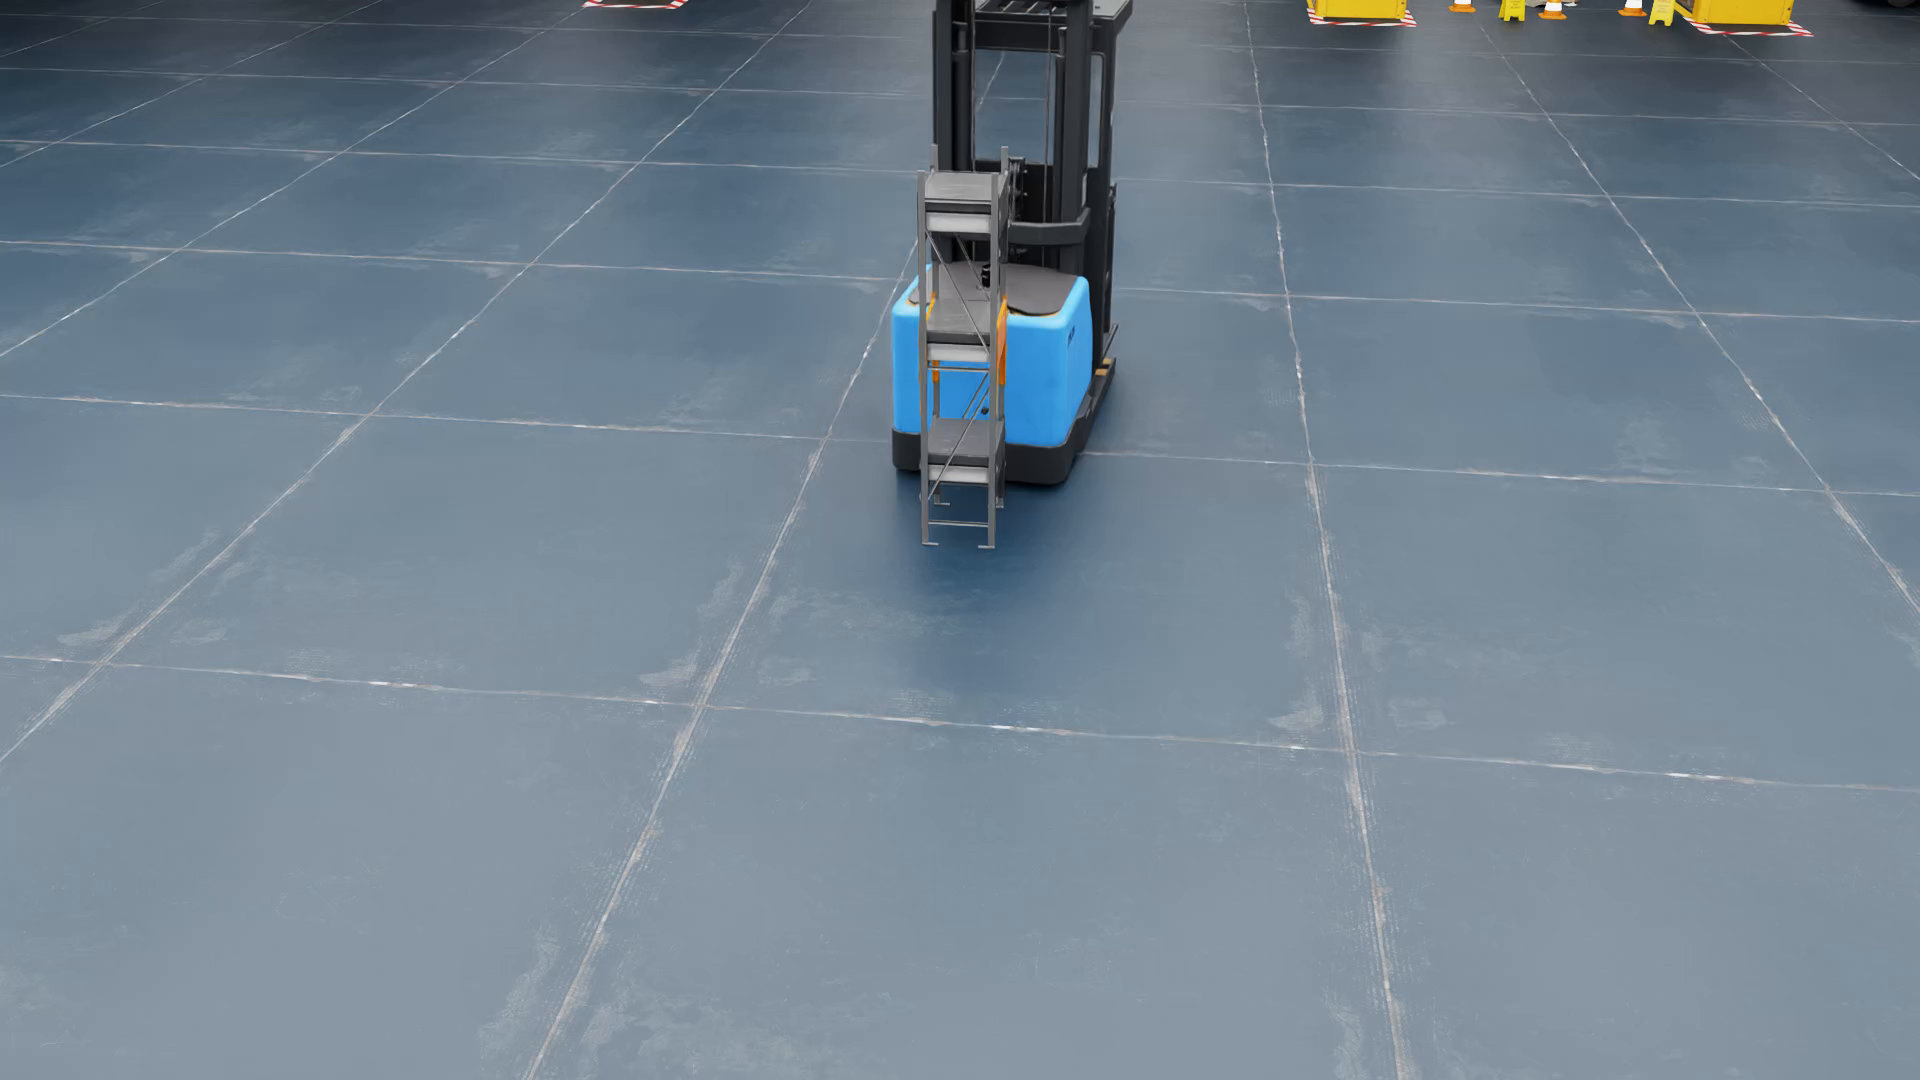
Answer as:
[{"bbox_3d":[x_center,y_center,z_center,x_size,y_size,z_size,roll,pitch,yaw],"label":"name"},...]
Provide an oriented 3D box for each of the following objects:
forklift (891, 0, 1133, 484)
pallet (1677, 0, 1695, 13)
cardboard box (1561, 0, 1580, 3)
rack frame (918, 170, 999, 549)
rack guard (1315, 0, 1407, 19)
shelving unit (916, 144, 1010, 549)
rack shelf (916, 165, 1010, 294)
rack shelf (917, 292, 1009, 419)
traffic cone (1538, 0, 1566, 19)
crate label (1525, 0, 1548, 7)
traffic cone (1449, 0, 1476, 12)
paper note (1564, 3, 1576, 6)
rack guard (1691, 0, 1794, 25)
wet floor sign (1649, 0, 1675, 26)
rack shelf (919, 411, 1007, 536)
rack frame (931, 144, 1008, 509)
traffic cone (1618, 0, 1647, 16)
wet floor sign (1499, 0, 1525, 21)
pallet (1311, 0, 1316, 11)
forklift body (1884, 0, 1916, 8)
[{"bbox_3d":[0.434,-2.296,10.421,1.130,2.935,3.031,6,29,12],"label":"forklift"},{"bbox_3d":[10.435,-7.325,22.625,1.003,0.211,1.213,3,28,6],"label":"pallet"},{"bbox_3d":[8.446,-7.616,23.229,0.380,0.149,0.250,20,34,32],"label":"cardboard box"},{"bbox_3d":[-0.010,-0.887,8.683,0.400,2.100,0.015,3,28,6],"label":"rack frame"},{"bbox_3d":[5.363,-7.265,22.208,1.175,0.500,0.348,3,28,6],"label":"rack guard"},{"bbox_3d":[0.020,-1.002,8.897,0.431,2.100,0.503,3,28,6],"label":"shelving unit"},{"bbox_3d":[0.020,-1.607,8.571,0.431,0.518,0.480,3,28,6],"label":"rack shelf"},{"bbox_3d":[0.020,-0.990,8.903,0.431,0.518,0.480,3,28,6],"label":"rack shelf"},{"bbox_3d":[7.920,-7.202,22.130,0.336,0.463,0.334,3,28,6],"label":"traffic cone"},{"bbox_3d":[7.954,-7.432,22.901,0.250,0.136,0.298,-11,30,-20],"label":"crate label"},{"bbox_3d":[6.840,-7.427,22.549,0.336,0.463,0.334,3,28,6],"label":"traffic cone"},{"bbox_3d":[8.431,-7.390,22.936,0.148,0.019,0.142,-6,29,-11],"label":"paper note"},{"bbox_3d":[10.300,-7.072,21.850,1.175,0.500,0.348,3,28,6],"label":"rack guard"},{"bbox_3d":[9.205,-7.073,21.699,0.267,0.644,0.232,14,31,24],"label":"wet floor sign"},{"bbox_3d":[0.020,-0.374,9.235,0.431,0.518,0.480,3,28,6],"label":"rack shelf"},{"bbox_3d":[0.050,-1.117,9.110,0.400,2.100,0.015,3,28,6],"label":"rack frame"},{"bbox_3d":[9.063,-7.297,22.307,0.336,0.463,0.334,3,28,6],"label":"traffic cone"},{"bbox_3d":[7.327,-7.212,21.956,0.267,0.644,0.232,-1,28,-3],"label":"wet floor sign"},{"bbox_3d":[5.386,-7.530,23.005,1.003,0.211,1.213,3,28,6],"label":"pallet"},{"bbox_3d":[13.639,-8.475,22.713,2.313,2.155,1.214,3,28,6],"label":"forklift body"}]
